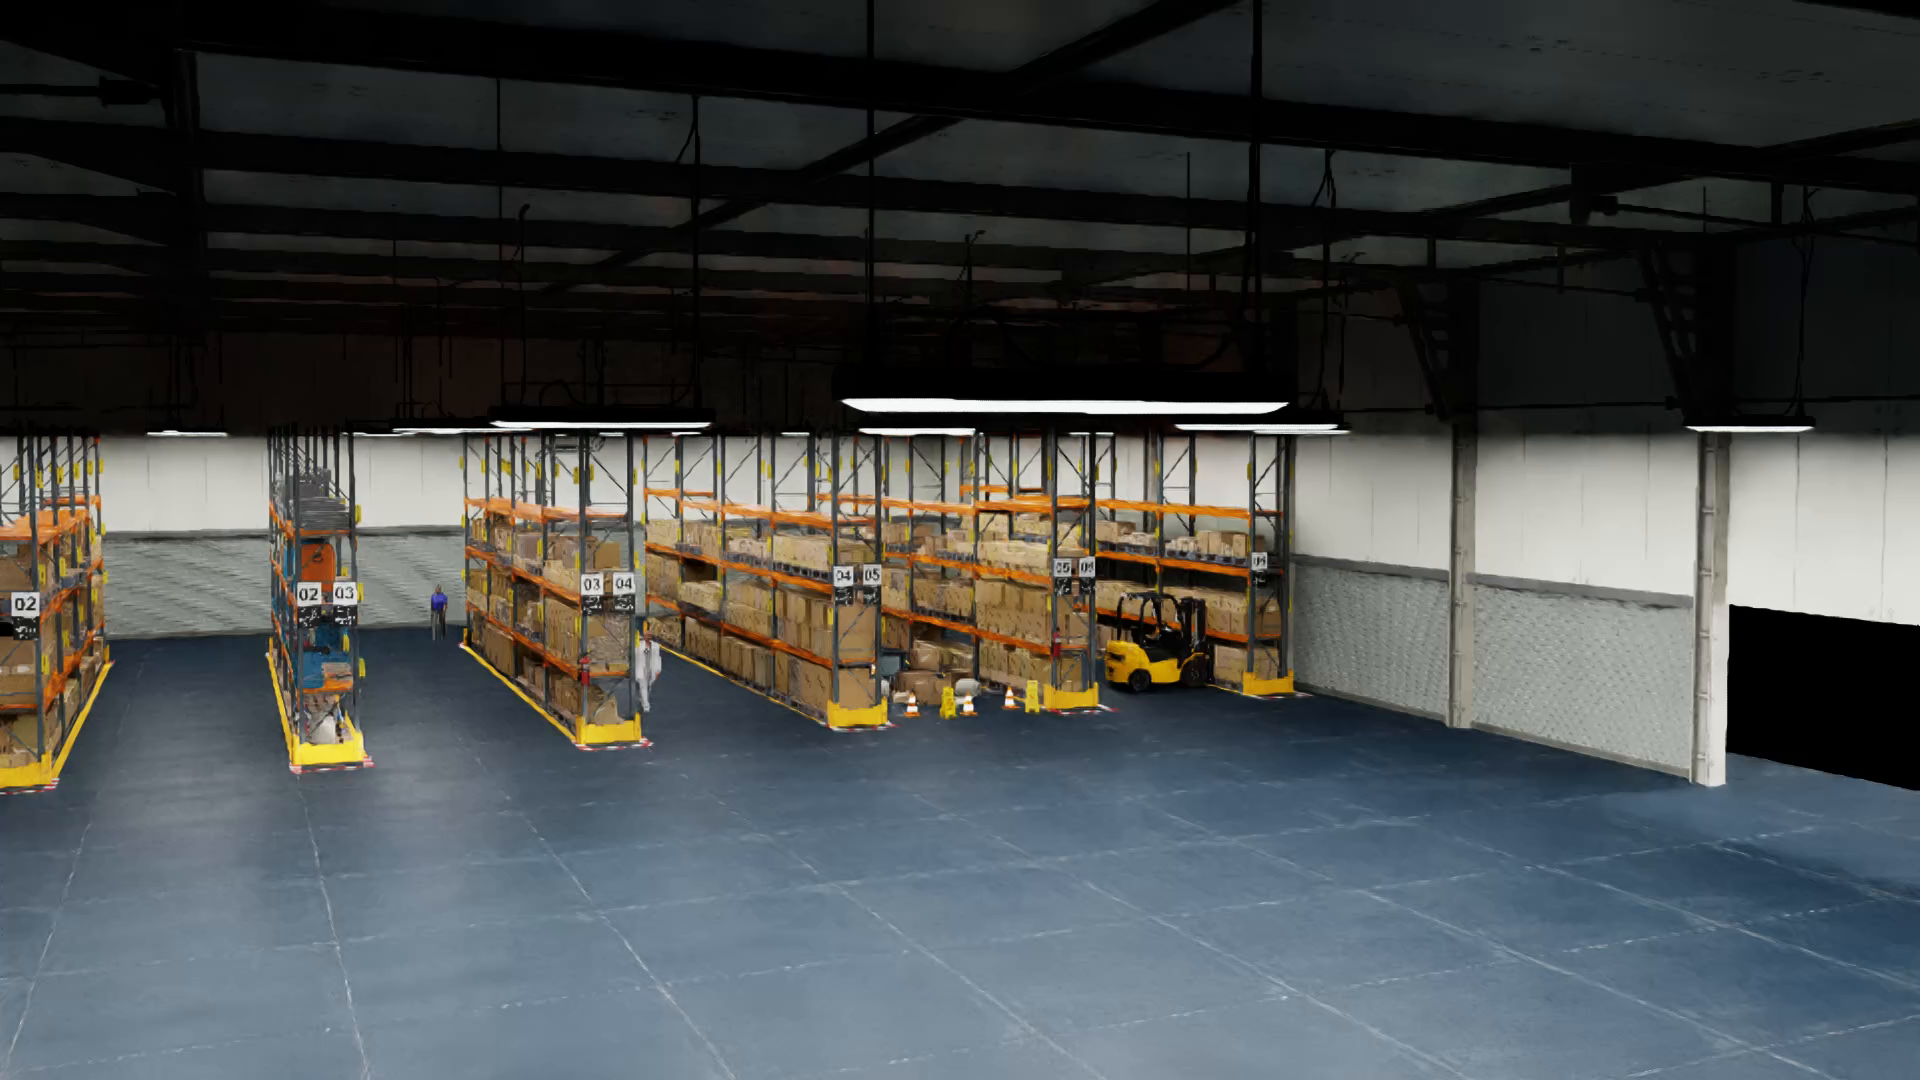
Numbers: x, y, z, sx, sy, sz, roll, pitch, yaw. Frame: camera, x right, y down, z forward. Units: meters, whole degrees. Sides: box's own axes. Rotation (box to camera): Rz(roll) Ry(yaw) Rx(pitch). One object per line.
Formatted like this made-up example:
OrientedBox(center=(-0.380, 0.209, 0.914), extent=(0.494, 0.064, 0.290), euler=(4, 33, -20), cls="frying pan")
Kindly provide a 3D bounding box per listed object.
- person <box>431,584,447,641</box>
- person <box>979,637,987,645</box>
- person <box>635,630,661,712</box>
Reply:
OrientedBox(center=(-14.709, 2.044, 46.951), extent=(0.444, 1.585, 0.990), euler=(-1, 4, -14), cls="person")
OrientedBox(center=(0.695, 2.010, 45.612), extent=(0.591, 1.700, 0.684), euler=(0, 3, 1), cls="person")
OrientedBox(center=(-6.561, 2.722, 34.902), extent=(0.586, 1.700, 1.193), euler=(-2, 4, -26), cls="person")
